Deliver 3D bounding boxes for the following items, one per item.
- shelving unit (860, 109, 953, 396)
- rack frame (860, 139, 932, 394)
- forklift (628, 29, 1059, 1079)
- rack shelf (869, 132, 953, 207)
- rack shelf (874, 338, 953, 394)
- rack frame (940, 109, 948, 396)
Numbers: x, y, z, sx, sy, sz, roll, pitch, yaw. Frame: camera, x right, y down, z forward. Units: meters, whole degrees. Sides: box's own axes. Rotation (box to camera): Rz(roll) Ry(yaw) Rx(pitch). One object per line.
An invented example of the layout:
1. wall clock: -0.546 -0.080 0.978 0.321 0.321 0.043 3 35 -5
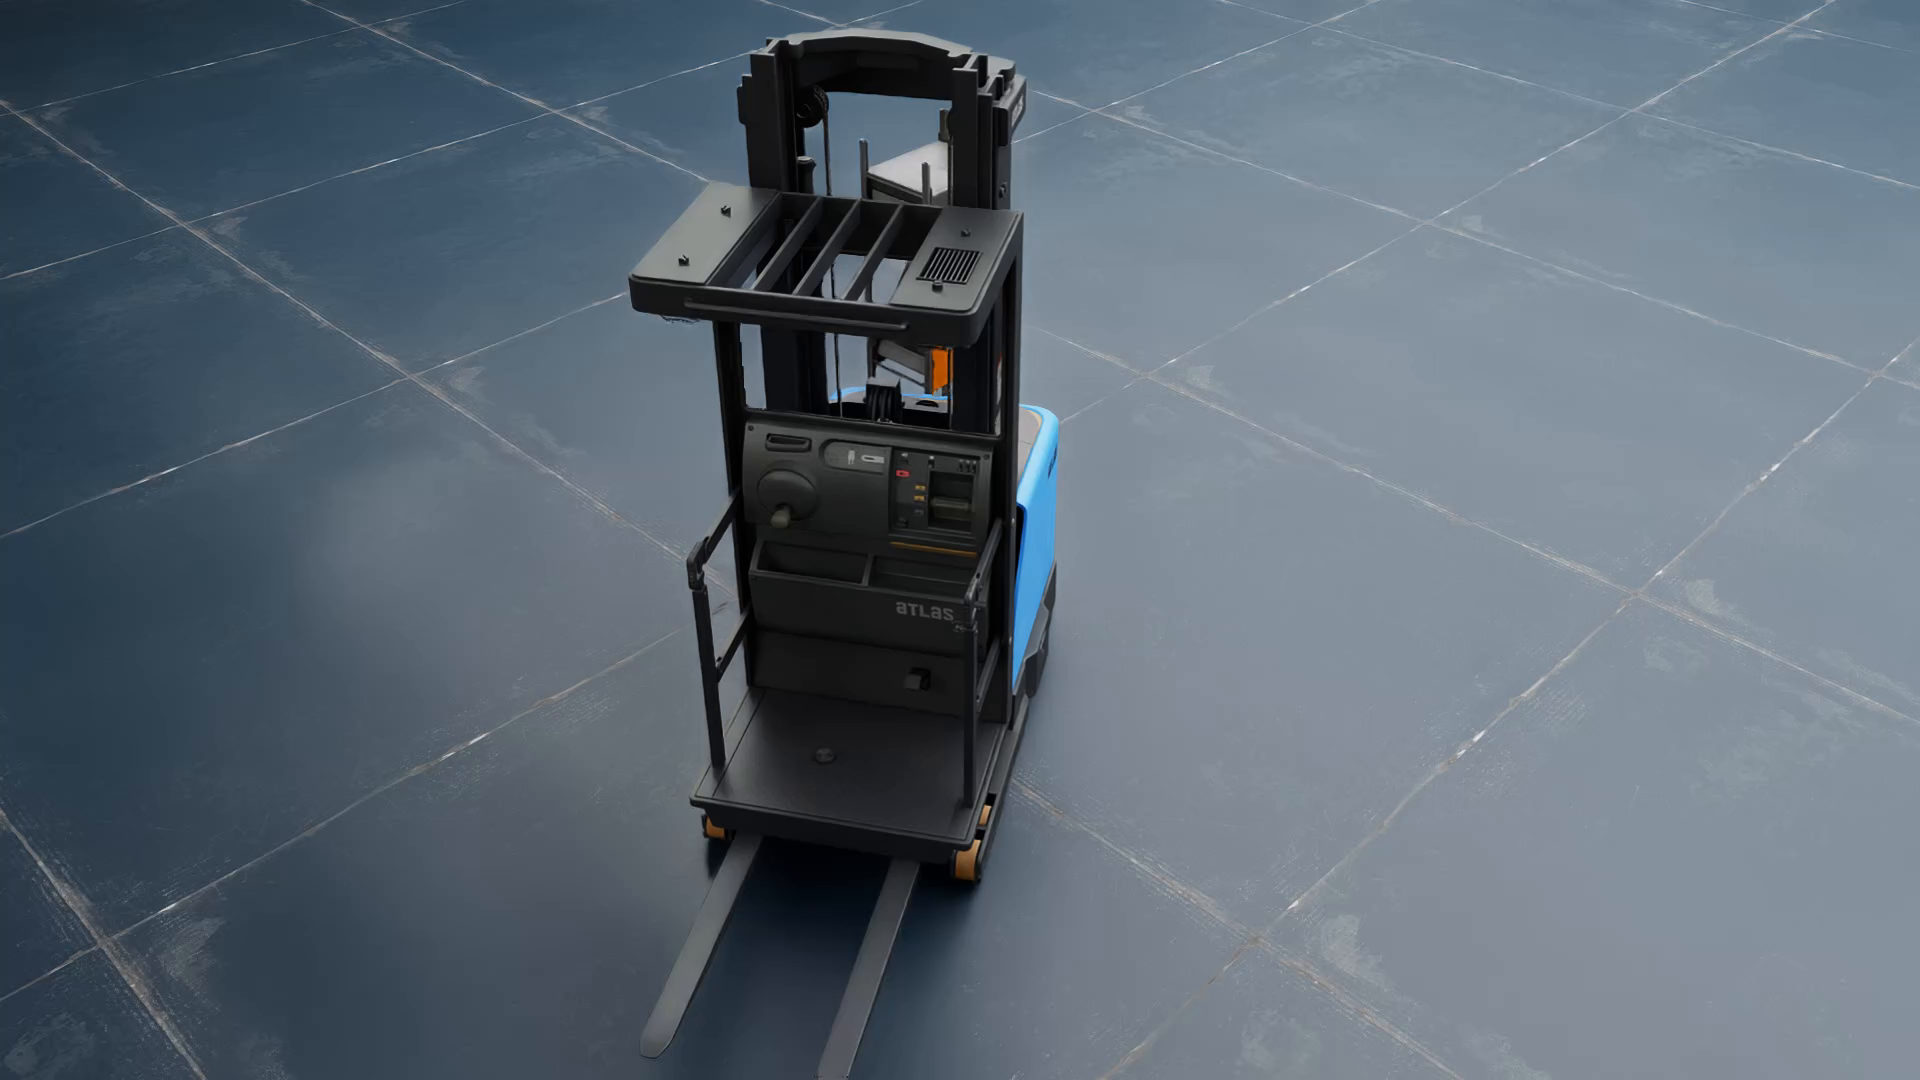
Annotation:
1. shelving unit: -0.105 -0.848 7.630 0.431 2.100 0.503 28 44 34
2. rack frame: -0.271 -0.746 7.483 0.400 2.100 0.015 28 44 34
3. forklift: -0.387 -0.135 5.881 1.130 2.935 3.031 7 36 11
4. rack shelf: -0.105 -1.411 7.237 0.431 0.518 0.480 28 44 34
5. rack shelf: -0.105 -0.836 7.638 0.431 0.518 0.480 28 44 34
6. rack frame: 0.062 -0.950 7.776 0.400 2.100 0.015 28 44 34
